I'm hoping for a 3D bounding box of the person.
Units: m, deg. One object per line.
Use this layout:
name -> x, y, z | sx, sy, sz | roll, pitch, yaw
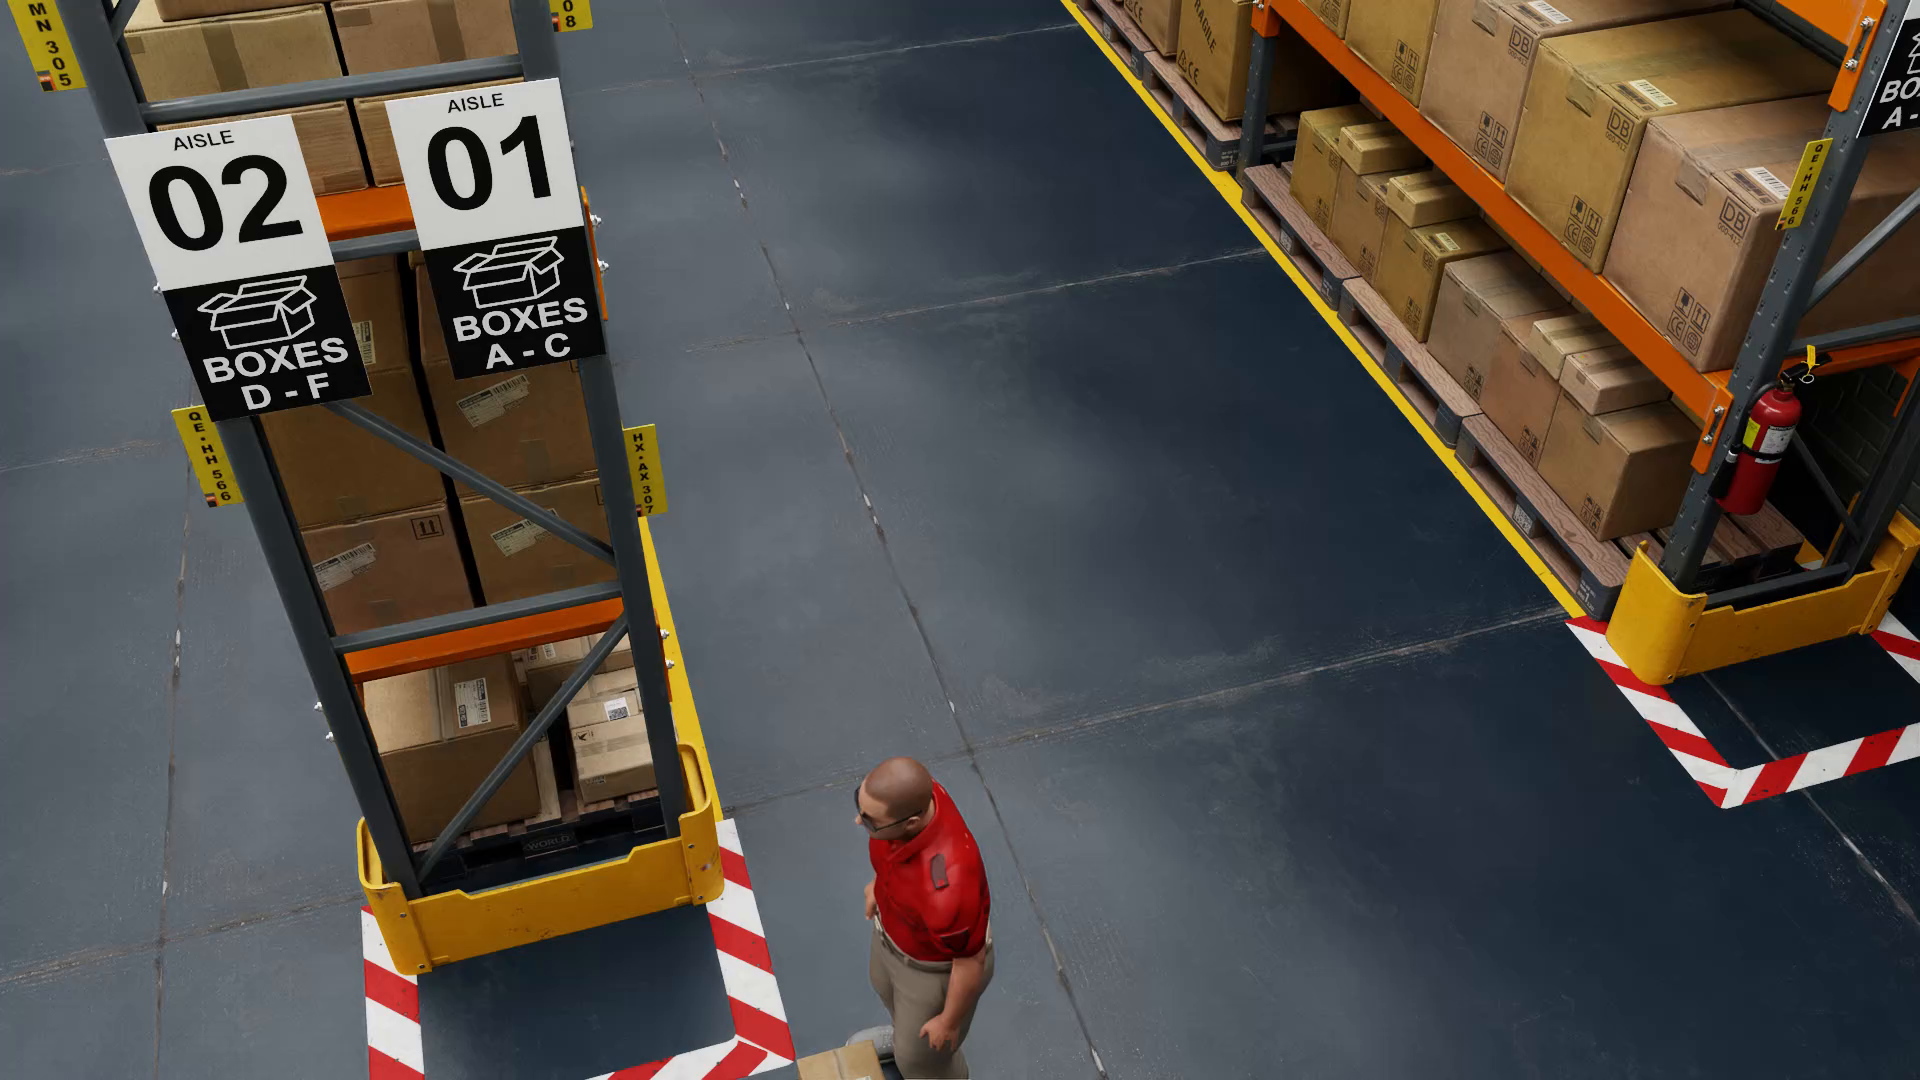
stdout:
person -> -0.121, 1.190, 4.846 | 0.396, 1.727, 0.606 | -14, 44, -15
